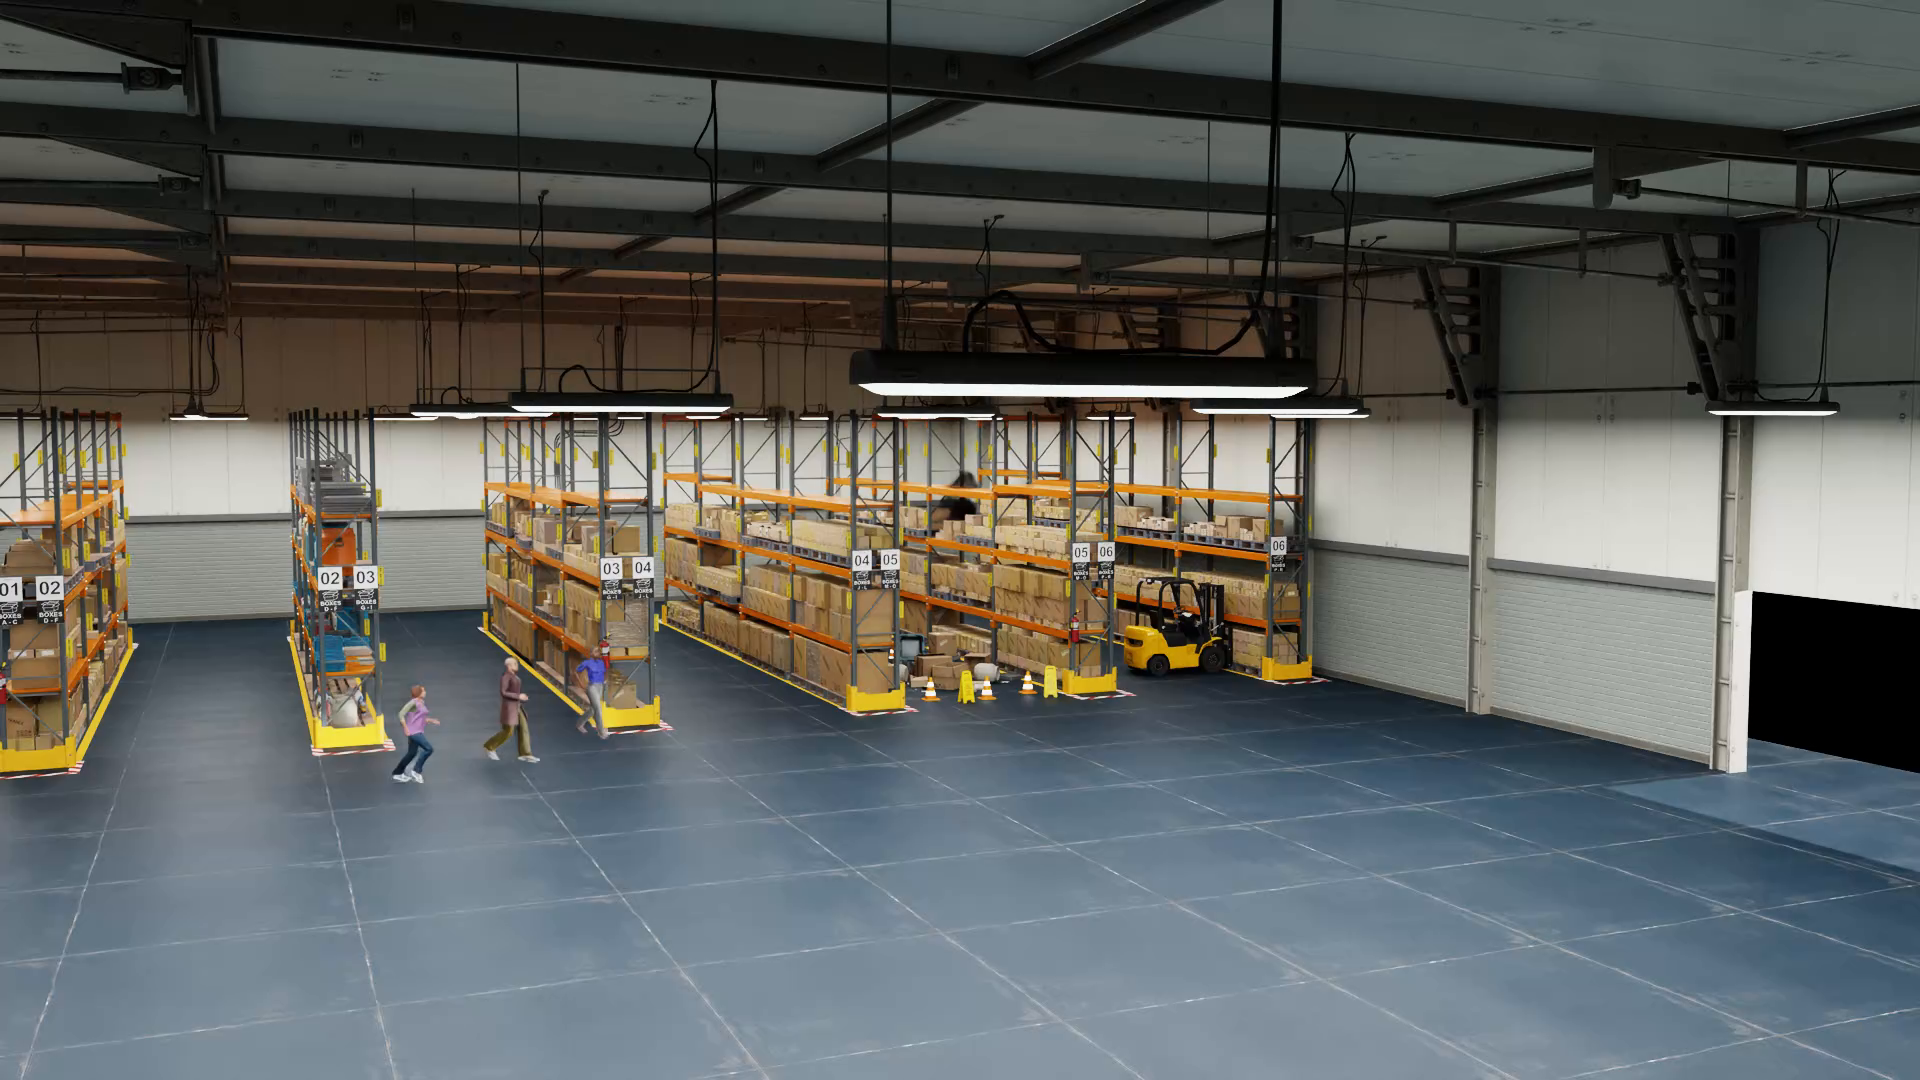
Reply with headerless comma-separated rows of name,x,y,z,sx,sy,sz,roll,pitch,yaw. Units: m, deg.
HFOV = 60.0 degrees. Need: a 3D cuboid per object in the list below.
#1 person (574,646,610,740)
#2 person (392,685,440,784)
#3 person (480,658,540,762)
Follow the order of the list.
person,-6.681,2.779,30.376,0.863,1.690,0.634,2,5,28
person,-8.662,3.085,26.433,0.756,1.579,0.455,0,4,-5
person,-7.563,2.871,28.007,0.935,1.787,0.704,0,4,4
